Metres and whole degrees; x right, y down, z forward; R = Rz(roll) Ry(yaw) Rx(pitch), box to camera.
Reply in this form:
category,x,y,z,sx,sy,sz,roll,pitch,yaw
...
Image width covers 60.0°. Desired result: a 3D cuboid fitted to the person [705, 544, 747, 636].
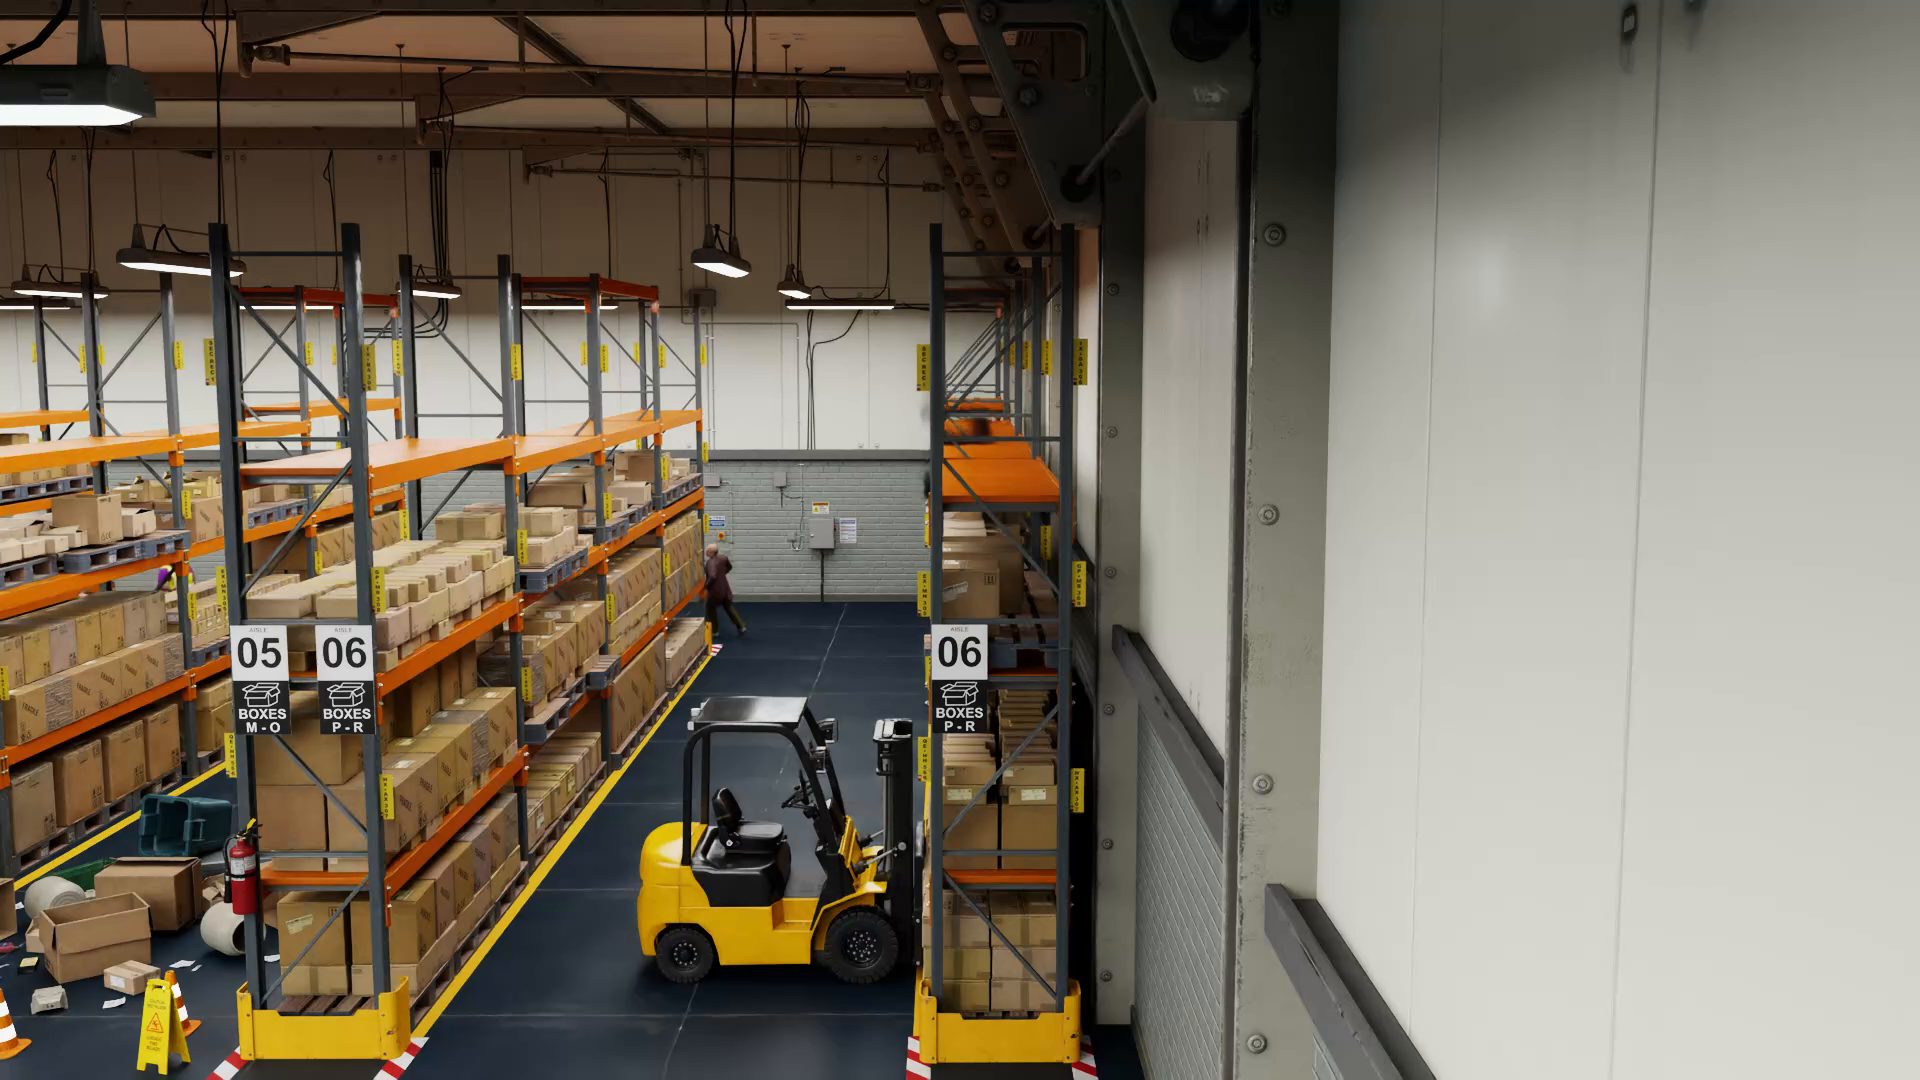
category,x,y,z,sx,sy,sz,roll,pitch,yaw
person,-4.304,0.888,29.311,0.918,1.698,0.791,6,9,42

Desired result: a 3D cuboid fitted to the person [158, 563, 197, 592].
category,x,y,z,sx,sy,sz,roll,pitch,yaw
person,-13.379,0.982,28.618,0.581,1.734,0.770,5,8,35

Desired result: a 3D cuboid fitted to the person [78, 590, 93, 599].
category,x,y,z,sx,sy,sz,roll,pitch,yaw
person,-12.475,1.666,23.766,0.547,1.428,0.908,0,7,-3
